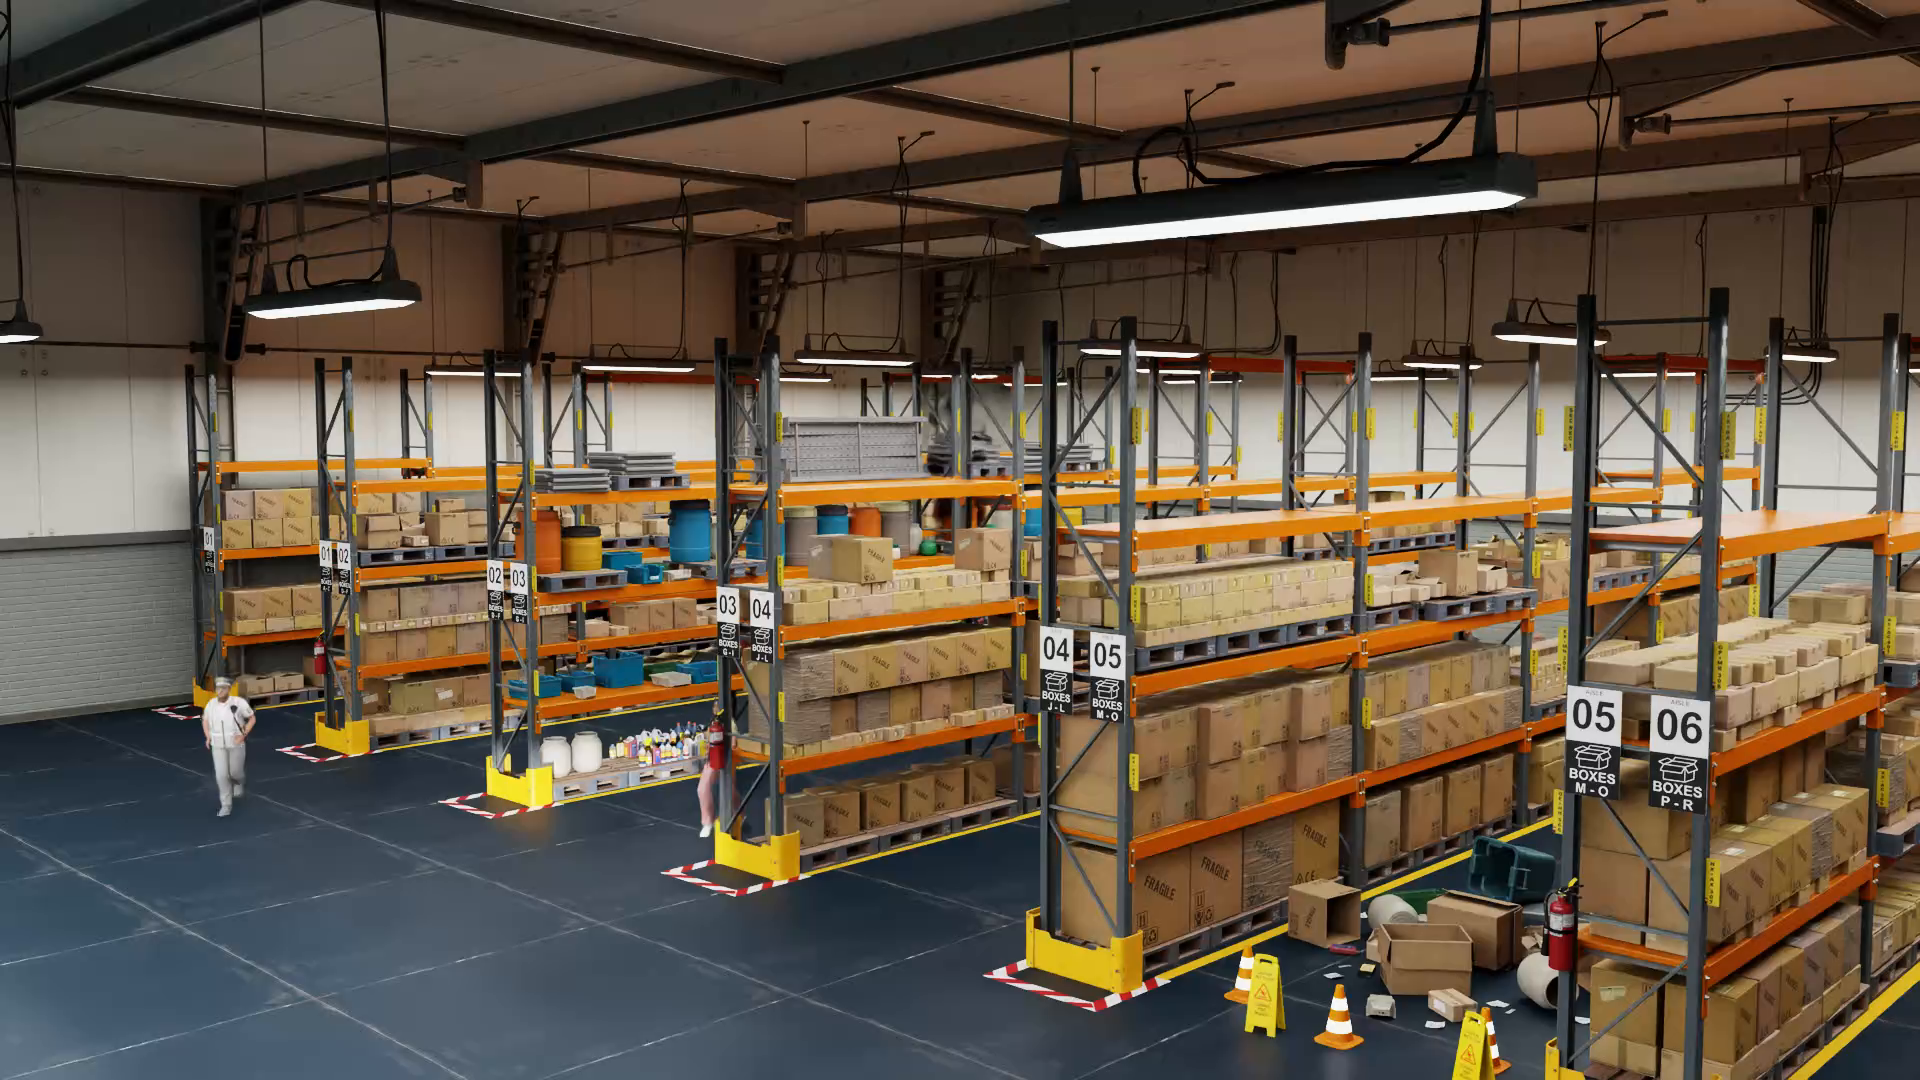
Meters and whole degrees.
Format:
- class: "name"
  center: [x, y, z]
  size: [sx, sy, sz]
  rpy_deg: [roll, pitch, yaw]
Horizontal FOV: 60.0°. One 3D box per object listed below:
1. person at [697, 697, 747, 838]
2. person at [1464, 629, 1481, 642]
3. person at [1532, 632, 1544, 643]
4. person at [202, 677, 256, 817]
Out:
- class: "person"
  center: [-2.909, 2.775, 20.416]
  size: [0.551, 1.715, 0.722]
  rpy_deg: [3, 5, 34]
- class: "person"
  center: [8.398, 2.204, 27.711]
  size: [0.570, 1.679, 0.660]
  rpy_deg: [-4, 6, -44]
- class: "person"
  center: [8.987, 2.305, 25.995]
  size: [0.725, 1.745, 0.615]
  rpy_deg: [4, 6, 43]
- class: "person"
  center: [-9.473, 2.634, 21.567]
  size: [0.657, 1.780, 0.773]
  rpy_deg: [-1, 4, -11]
